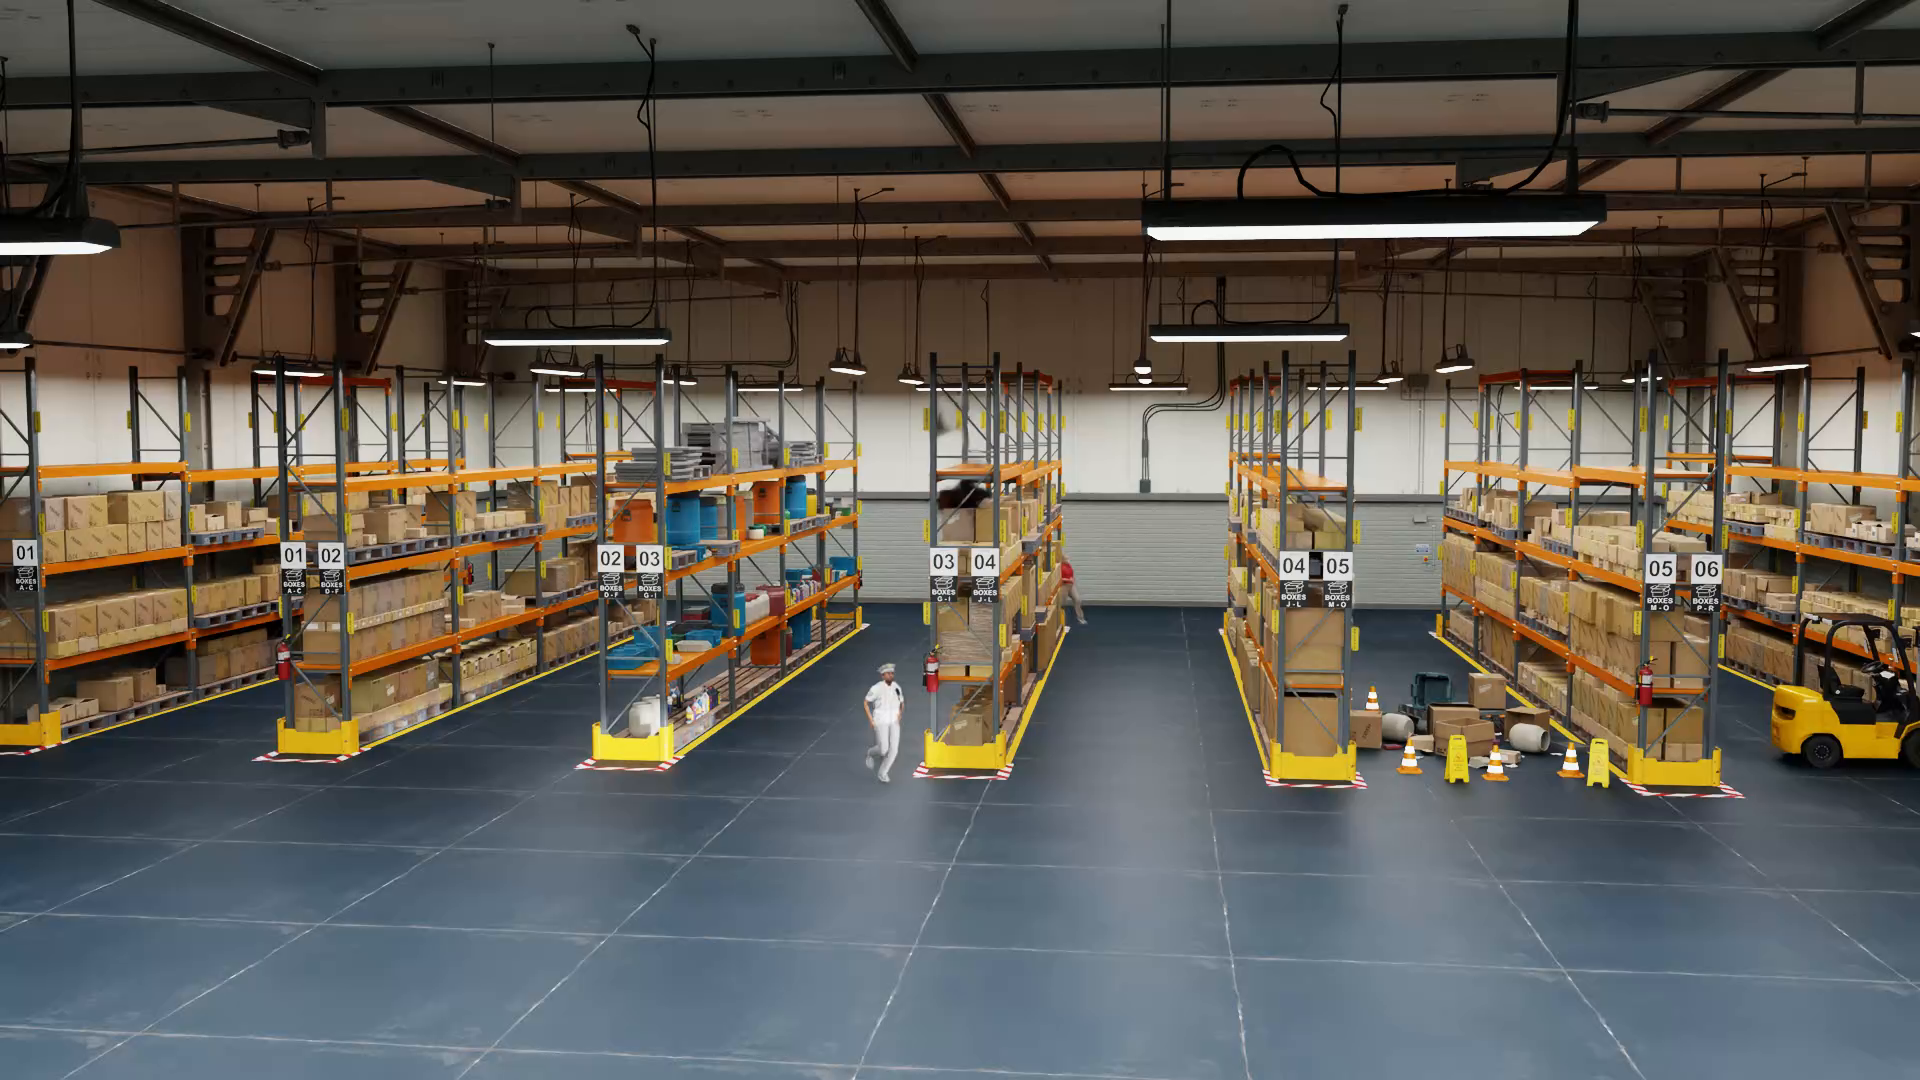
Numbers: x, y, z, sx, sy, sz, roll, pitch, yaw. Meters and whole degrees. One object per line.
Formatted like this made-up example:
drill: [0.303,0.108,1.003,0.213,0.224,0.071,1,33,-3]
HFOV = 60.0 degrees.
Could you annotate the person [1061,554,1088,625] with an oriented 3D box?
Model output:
person: [2.641,1.231,41.298,0.945,1.750,0.667,4,6,43]

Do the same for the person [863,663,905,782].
person: [-1.039,2.540,23.321,0.596,1.643,0.537,-2,5,-31]
